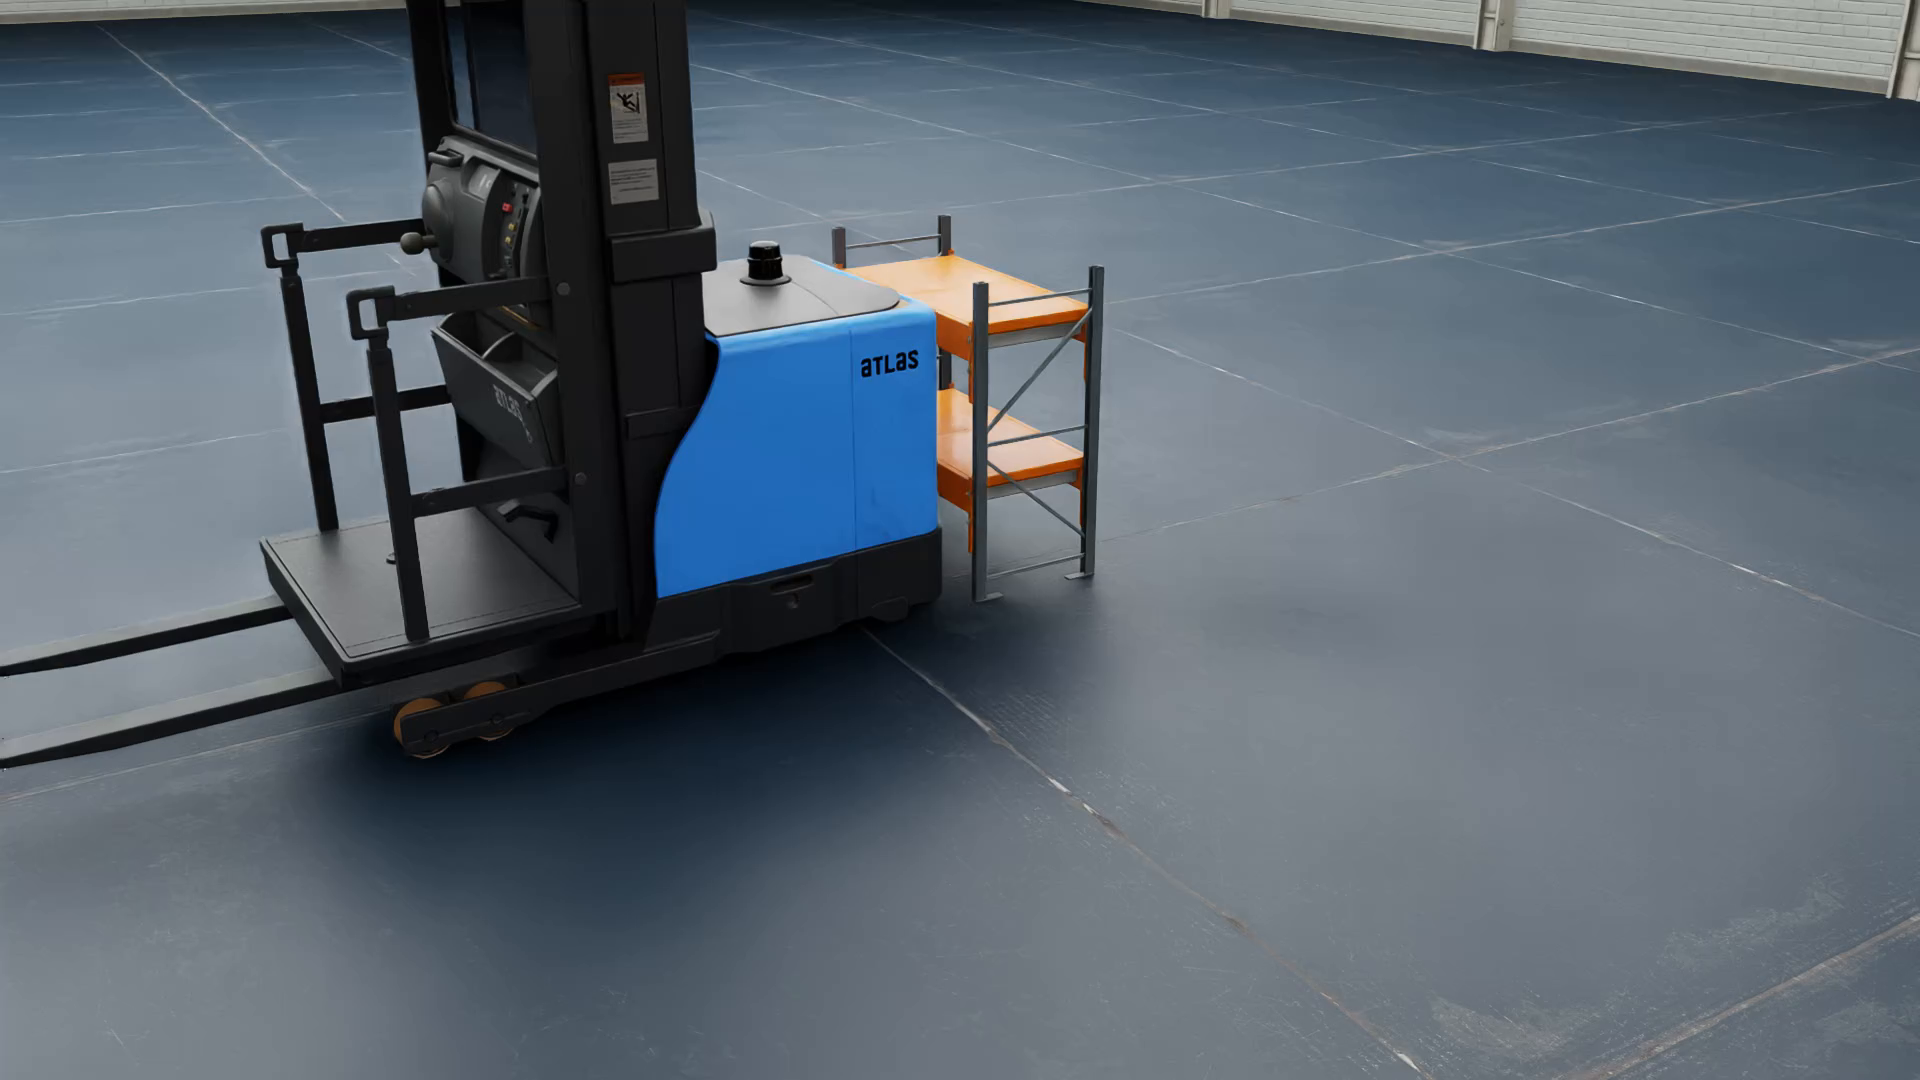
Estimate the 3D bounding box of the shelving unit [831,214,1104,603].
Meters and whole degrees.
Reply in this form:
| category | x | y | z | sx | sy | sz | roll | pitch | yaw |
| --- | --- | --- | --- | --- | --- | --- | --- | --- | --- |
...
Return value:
| category | x | y | z | sx | sy | sz | roll | pitch | yaw |
| --- | --- | --- | --- | --- | --- | --- | --- | --- | --- |
| shelving unit | 0.003 | -0.519 | 6.094 | 0.538 | 1.125 | 1.048 | -13 | 25 | -28 |

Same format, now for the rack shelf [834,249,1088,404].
| category | x | y | z | sx | sy | sz | roll | pitch | yaw |
| --- | --- | --- | --- | --- | --- | --- | --- | --- | --- |
| rack shelf | 0.003 | -0.790 | 5.984 | 0.538 | 0.278 | 1.000 | -13 | 25 | -28 |

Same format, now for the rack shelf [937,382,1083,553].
| category | x | y | z | sx | sy | sz | roll | pitch | yaw |
| --- | --- | --- | --- | --- | --- | --- | --- | --- | --- |
| rack shelf | 0.003 | -0.292 | 6.186 | 0.538 | 0.278 | 1.000 | -13 | 25 | -28 |

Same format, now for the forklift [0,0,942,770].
| category | x | y | z | sx | sy | sz | roll | pitch | yaw |
| --- | --- | --- | --- | --- | --- | --- | --- | --- | --- |
| forklift | -1.574 | -0.959 | 4.778 | 3.031 | 2.935 | 1.130 | -14 | 26 | -30 |

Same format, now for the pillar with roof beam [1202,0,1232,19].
| category | x | y | z | sx | sy | sz | roll | pitch | yaw |
| --- | --- | --- | --- | --- | --- | --- | --- | --- | --- |
| pillar with roof beam | 0.574 | -12.054 | 24.018 | 9.100 | 9.000 | 0.400 | -13 | 25 | -28 |

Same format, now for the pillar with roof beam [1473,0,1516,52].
| category | x | y | z | sx | sy | sz | roll | pitch | yaw |
| --- | --- | --- | --- | --- | --- | --- | --- | --- | --- |
| pillar with roof beam | 3.639 | -10.112 | 19.239 | 9.100 | 9.000 | 0.400 | -13 | 25 | -28 |

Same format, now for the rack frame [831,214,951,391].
| category | x | y | z | sx | sy | sz | roll | pitch | yaw |
| --- | --- | --- | --- | --- | --- | --- | --- | --- | --- |
| rack frame | -0.256 | -0.683 | 6.499 | 0.500 | 1.125 | 0.032 | -13 | 25 | -28 |

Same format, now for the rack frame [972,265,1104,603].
| category | x | y | z | sx | sy | sz | roll | pitch | yaw |
| --- | --- | --- | --- | --- | --- | --- | --- | --- | --- |
| rack frame | 0.263 | -0.354 | 5.689 | 0.500 | 1.125 | 0.032 | -13 | 25 | -28 |

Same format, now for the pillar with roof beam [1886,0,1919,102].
| category | x | y | z | sx | sy | sz | roll | pitch | yaw |
| --- | --- | --- | --- | --- | --- | --- | --- | --- | --- |
| pillar with roof beam | 6.704 | -8.170 | 14.461 | 9.100 | 9.000 | 0.400 | -13 | 25 | -28 |
